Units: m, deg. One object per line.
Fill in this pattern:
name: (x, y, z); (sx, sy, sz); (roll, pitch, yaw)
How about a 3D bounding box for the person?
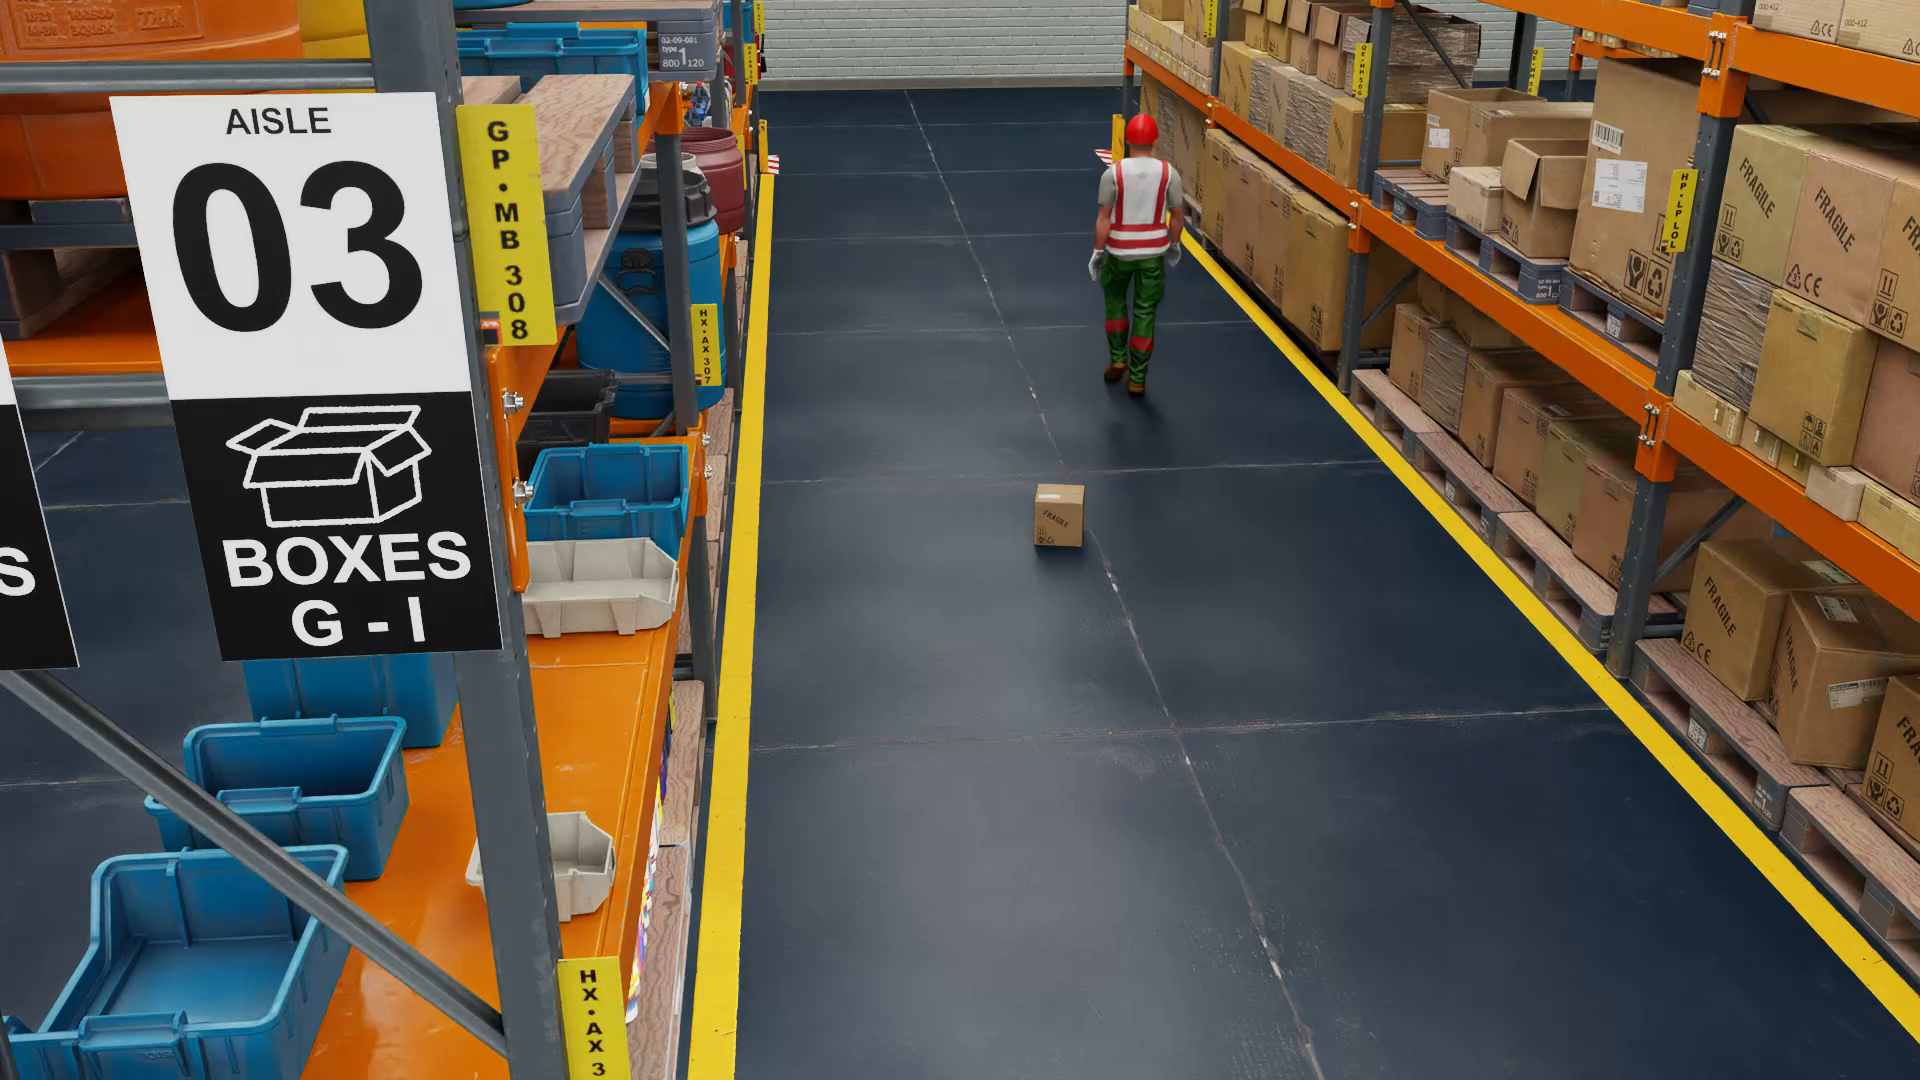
person: (1.144, -1.855, 10.843); (0.601, 1.839, 0.571); (2, 24, 5)
